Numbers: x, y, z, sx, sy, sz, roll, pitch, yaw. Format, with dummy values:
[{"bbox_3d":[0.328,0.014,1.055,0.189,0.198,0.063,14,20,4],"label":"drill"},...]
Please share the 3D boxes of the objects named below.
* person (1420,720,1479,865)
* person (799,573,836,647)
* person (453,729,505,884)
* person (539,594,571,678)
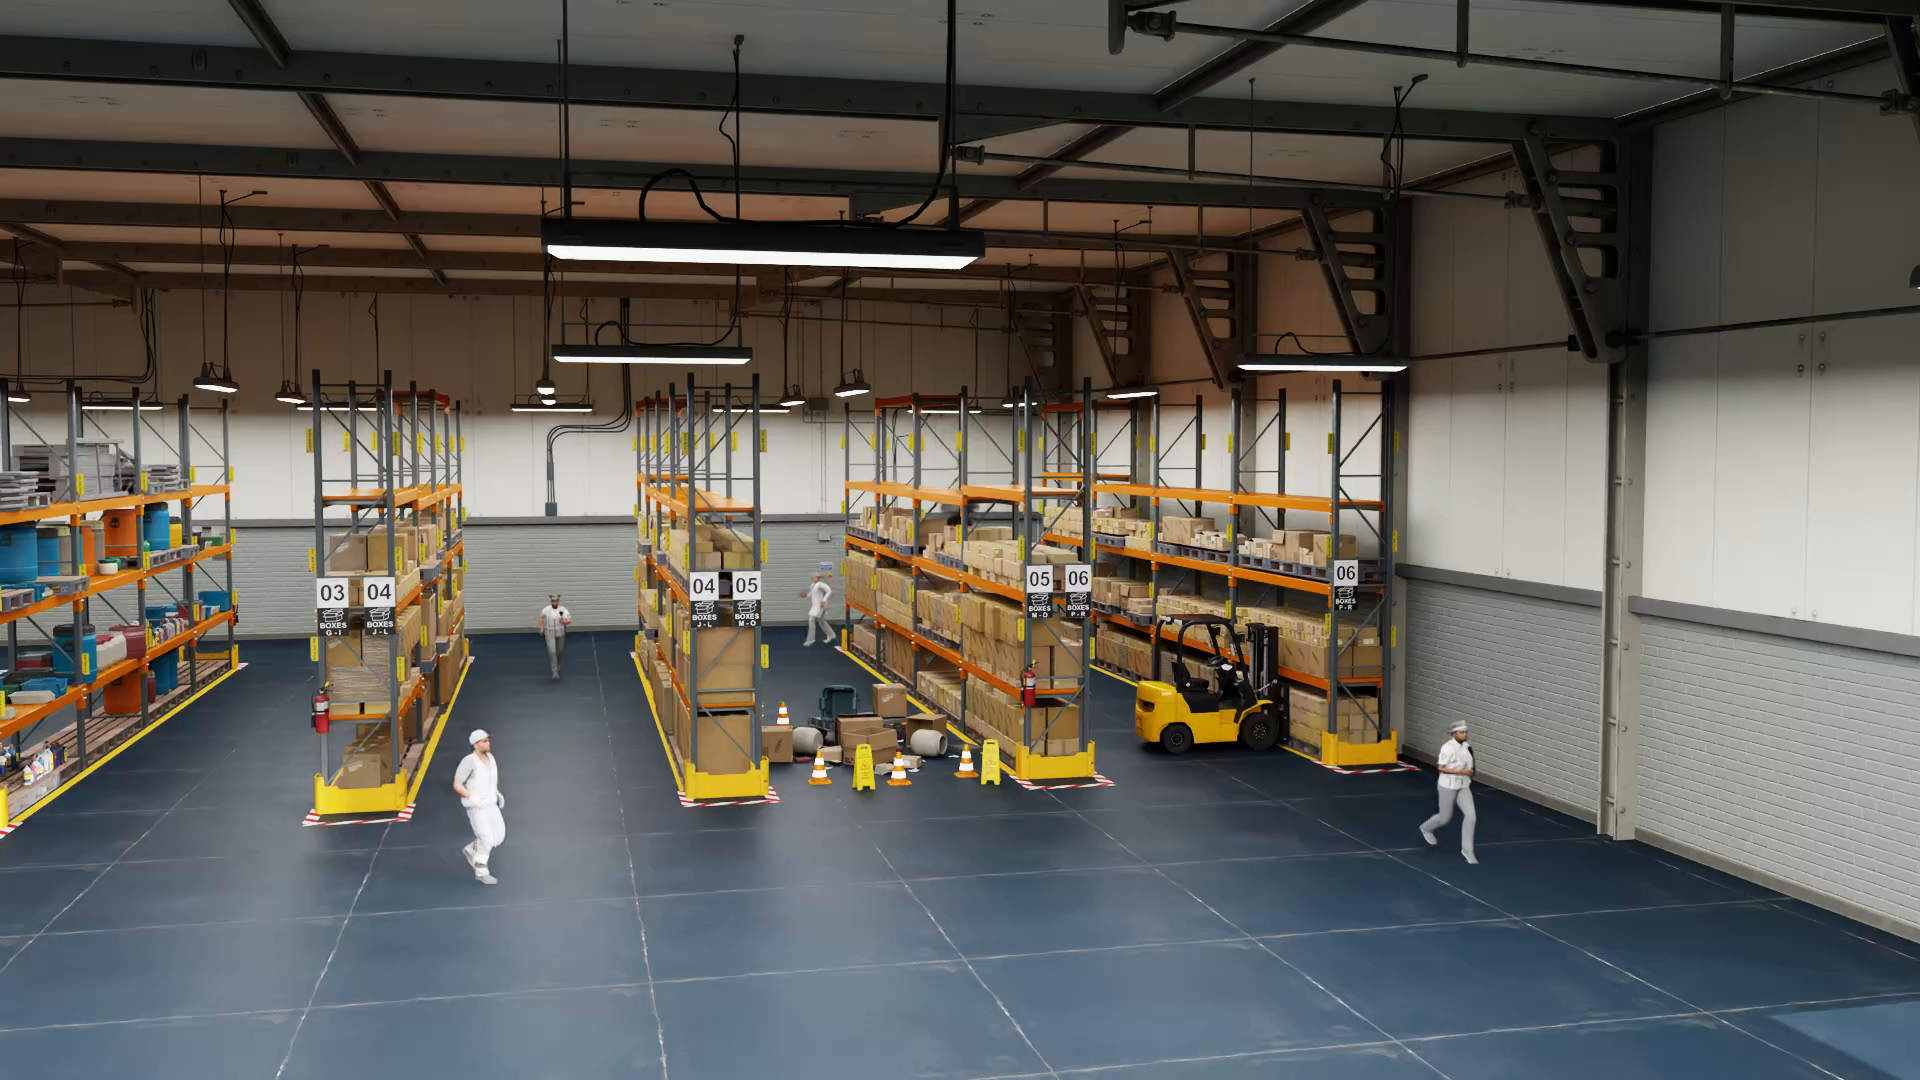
[{"bbox_3d":[5.959,3.019,20.167,0.593,1.738,0.913,-2,4,-28],"label":"person"},{"bbox_3d":[-3.513,1.720,41.364,0.953,1.824,0.654,-1,3,-19],"label":"person"},{"bbox_3d":[-5.497,3.036,18.990,0.545,1.756,0.680,2,4,25],"label":"person"},{"bbox_3d":[-8.680,2.030,35.686,0.659,1.767,0.990,-1,3,-19],"label":"person"}]
